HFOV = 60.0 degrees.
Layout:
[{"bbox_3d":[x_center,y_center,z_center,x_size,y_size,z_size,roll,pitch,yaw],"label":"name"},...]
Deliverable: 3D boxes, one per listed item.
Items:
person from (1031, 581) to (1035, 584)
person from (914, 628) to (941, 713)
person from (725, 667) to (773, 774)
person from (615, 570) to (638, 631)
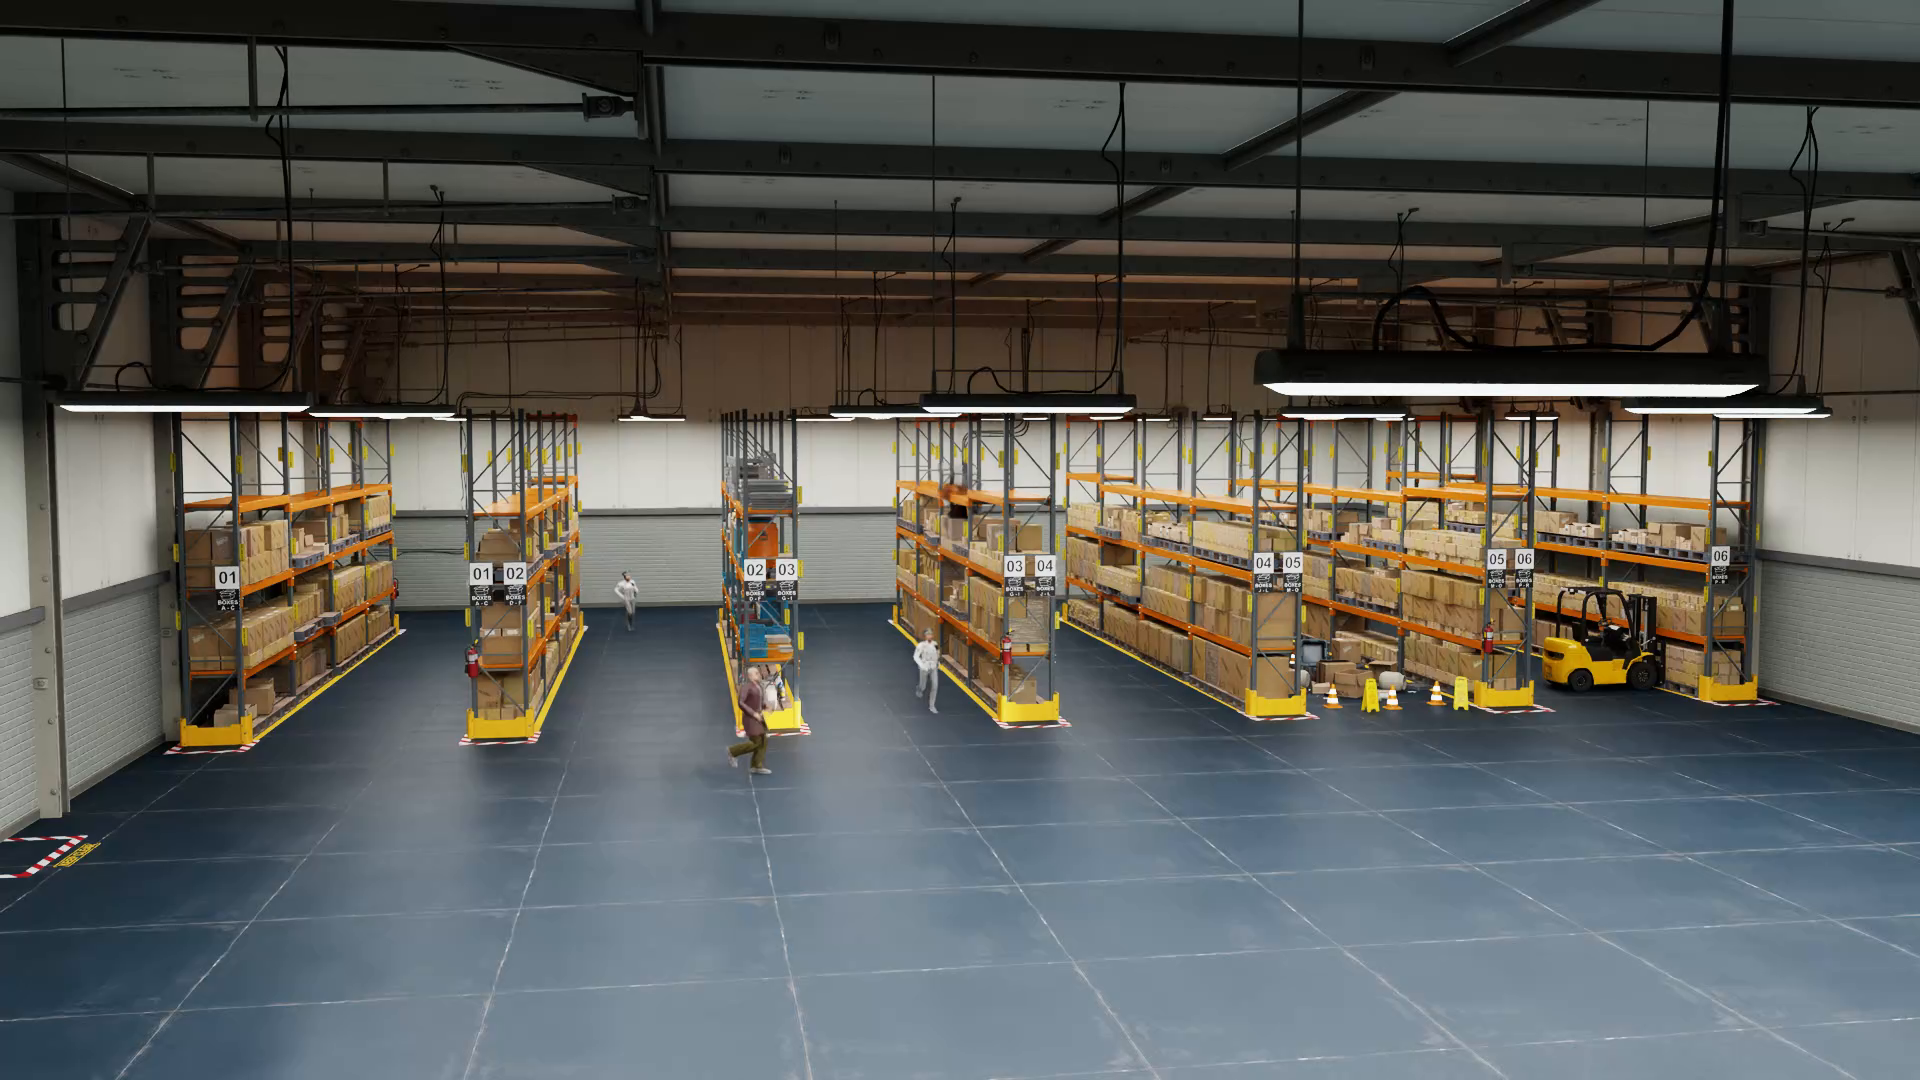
[{"bbox_3d":[1.930,1.502,48.019,0.730,1.793,0.839,1,4,10],"label":"person"},{"bbox_3d":[-0.644,2.589,33.357,0.602,1.686,0.945,-1,4,-16],"label":"person"},{"bbox_3d":[-3.447,2.955,27.310,0.735,1.758,0.712,1,4,16],"label":"person"},{"bbox_3d":[-9.171,1.693,45.983,0.614,1.708,0.672,-3,5,-38],"label":"person"}]
